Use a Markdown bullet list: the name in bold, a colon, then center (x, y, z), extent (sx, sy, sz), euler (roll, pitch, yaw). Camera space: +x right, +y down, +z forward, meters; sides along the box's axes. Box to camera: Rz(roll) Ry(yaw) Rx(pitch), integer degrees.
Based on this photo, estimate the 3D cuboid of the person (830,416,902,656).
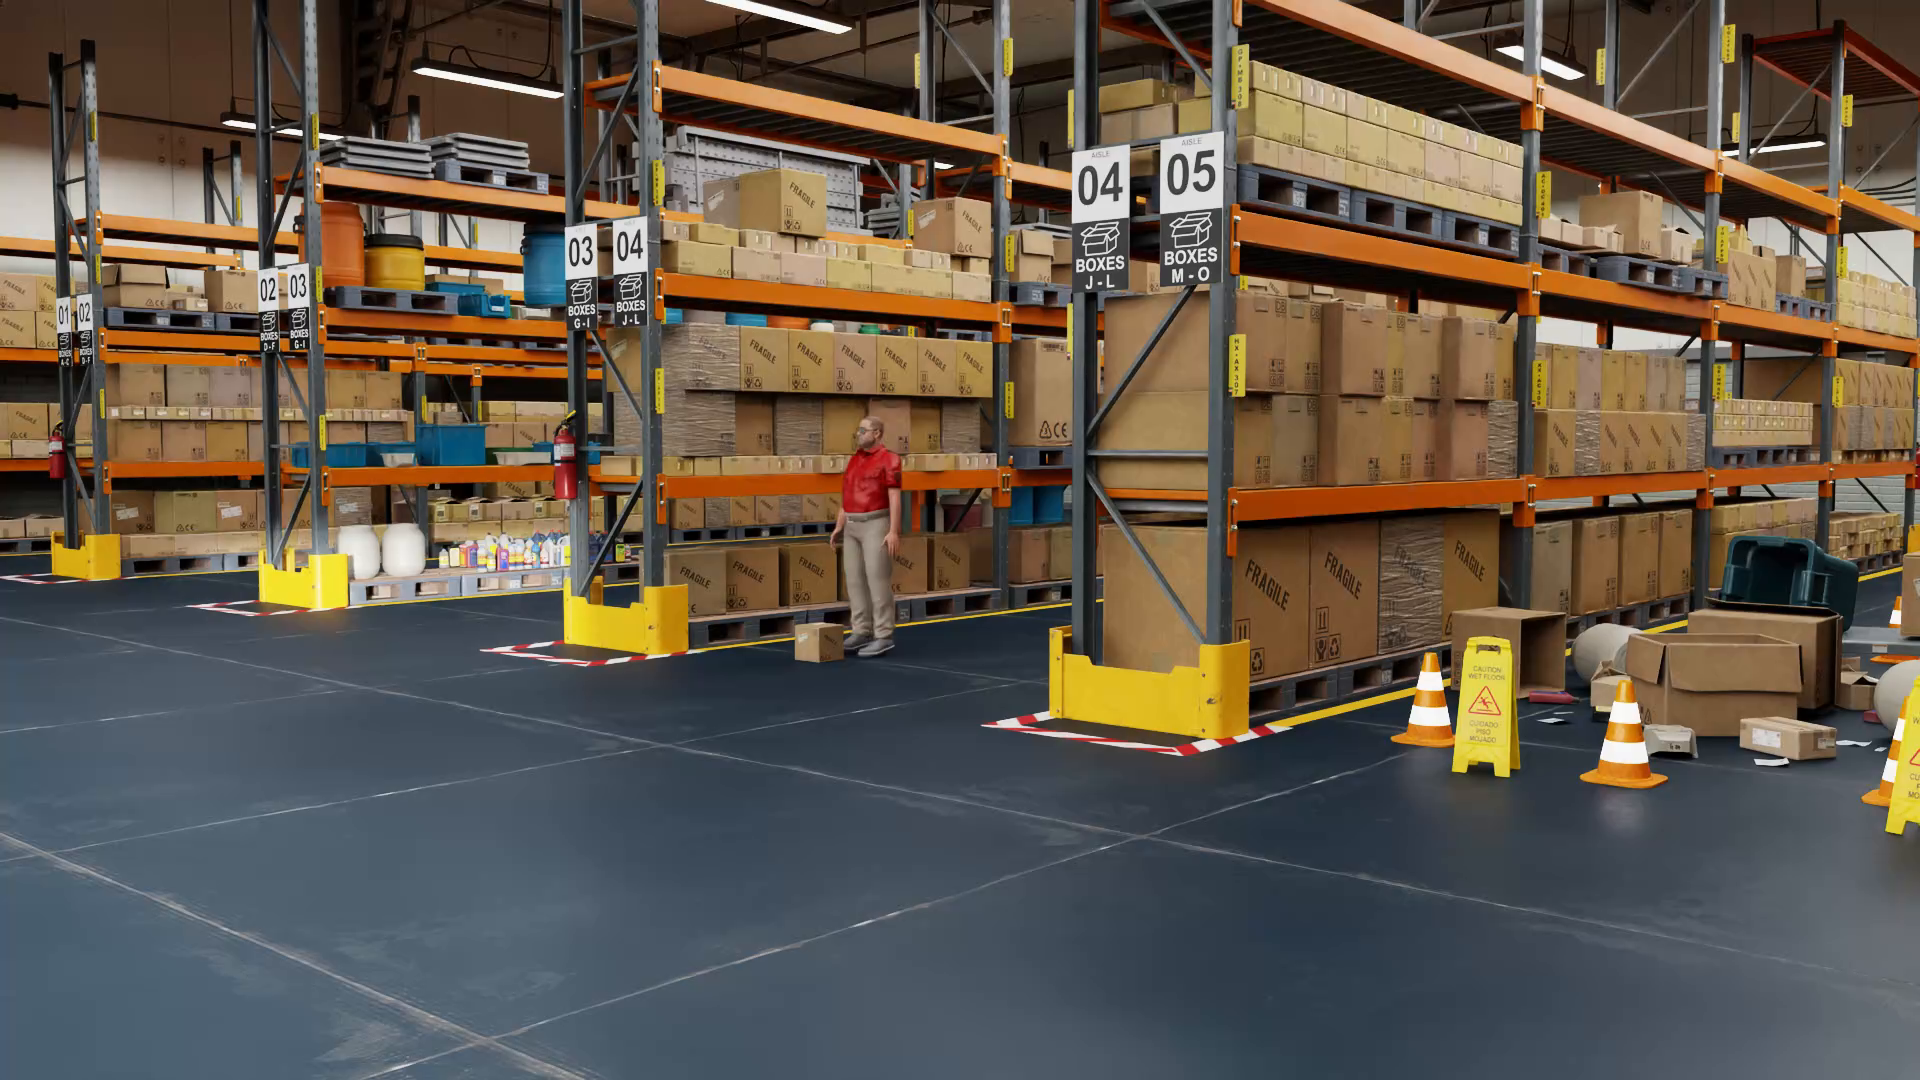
- **person**: center (-0.705, -0.041, 12.246), extent (0.561, 1.744, 0.422), euler (3, 5, 41)
